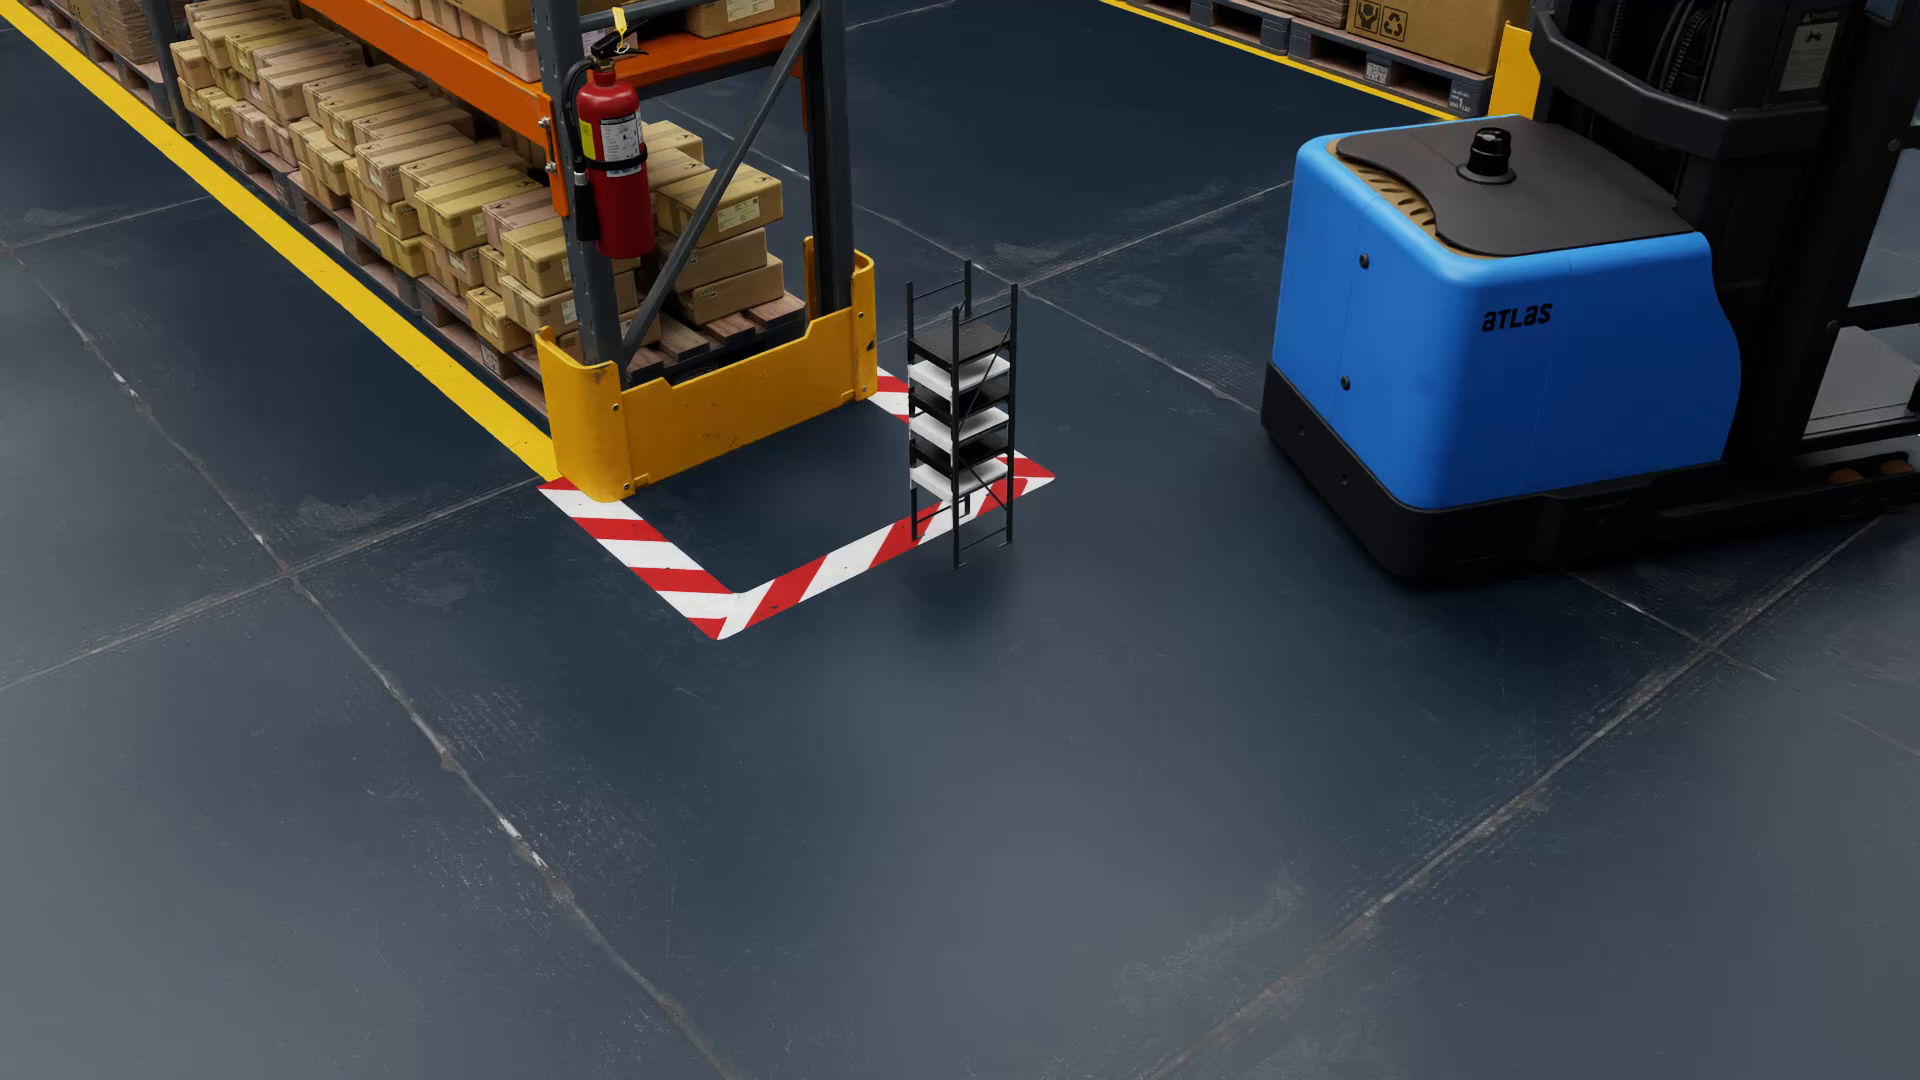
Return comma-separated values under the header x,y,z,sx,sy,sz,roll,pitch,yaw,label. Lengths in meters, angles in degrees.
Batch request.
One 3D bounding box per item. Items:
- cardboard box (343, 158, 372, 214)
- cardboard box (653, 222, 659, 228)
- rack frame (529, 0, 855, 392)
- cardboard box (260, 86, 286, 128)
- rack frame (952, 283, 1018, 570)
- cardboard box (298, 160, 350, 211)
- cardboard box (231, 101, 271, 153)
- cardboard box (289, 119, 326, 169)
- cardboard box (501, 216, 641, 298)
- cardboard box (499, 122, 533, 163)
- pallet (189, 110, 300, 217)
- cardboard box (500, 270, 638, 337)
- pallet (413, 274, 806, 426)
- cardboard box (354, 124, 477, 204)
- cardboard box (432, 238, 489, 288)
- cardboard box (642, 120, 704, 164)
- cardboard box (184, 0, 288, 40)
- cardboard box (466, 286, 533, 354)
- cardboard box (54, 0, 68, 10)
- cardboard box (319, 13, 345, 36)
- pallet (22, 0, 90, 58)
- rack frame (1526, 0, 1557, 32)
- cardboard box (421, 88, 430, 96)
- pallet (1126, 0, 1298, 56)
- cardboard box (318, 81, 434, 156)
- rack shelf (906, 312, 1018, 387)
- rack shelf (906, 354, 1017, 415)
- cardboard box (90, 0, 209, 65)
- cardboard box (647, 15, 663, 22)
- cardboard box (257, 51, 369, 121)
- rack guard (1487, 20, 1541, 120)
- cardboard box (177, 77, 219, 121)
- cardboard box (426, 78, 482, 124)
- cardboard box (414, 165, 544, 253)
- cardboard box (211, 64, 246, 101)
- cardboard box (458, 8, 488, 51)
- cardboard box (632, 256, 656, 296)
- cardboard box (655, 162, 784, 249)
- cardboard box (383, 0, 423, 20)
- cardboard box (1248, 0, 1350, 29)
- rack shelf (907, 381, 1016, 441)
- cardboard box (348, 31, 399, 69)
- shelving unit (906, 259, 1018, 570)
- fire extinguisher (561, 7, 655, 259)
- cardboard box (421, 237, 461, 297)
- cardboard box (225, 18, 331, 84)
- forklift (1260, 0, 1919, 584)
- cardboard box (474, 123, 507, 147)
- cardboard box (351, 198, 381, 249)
x,y,z,sx,sy,sz,roll,pitch,yaw,label
-2.169,-1.418,6.503,0.380,0.149,0.250,-24,42,-30,cardboard box
-1.054,-1.188,6.178,0.380,0.149,0.250,-26,43,-32,cardboard box
-0.779,-1.590,4.899,1.000,3.000,0.127,-26,43,-32,rack frame
-2.782,-1.913,7.202,0.380,0.149,0.250,-28,44,-34,cardboard box
0.071,-0.319,4.921,0.240,0.900,0.006,-26,43,-32,rack frame
-2.502,-1.525,6.912,0.380,0.149,0.250,-27,44,-33,cardboard box
-2.998,-1.875,7.406,0.380,0.149,0.250,-26,43,-32,cardboard box
-2.508,-1.648,6.827,0.380,0.149,0.250,-26,43,-32,cardboard box
-1.314,-0.980,5.627,0.380,0.149,0.250,-25,43,-31,cardboard box
-1.587,-1.639,6.557,0.380,0.149,0.250,-24,42,-30,cardboard box
-2.899,-1.934,7.799,1.003,0.211,1.213,-26,43,-32,pallet
-1.337,-0.846,5.695,0.380,0.149,0.250,-27,44,-33,cardboard box
-1.325,-0.857,6.278,1.003,0.211,1.213,-26,43,-32,pallet
-2.031,-1.415,6.241,0.380,0.149,0.250,-24,42,-30,cardboard box
-1.674,-1.074,6.018,0.380,0.149,0.250,-28,44,-33,cardboard box
-1.192,-1.434,6.269,0.380,0.149,0.250,-26,43,-32,cardboard box
-3.296,-2.377,7.600,0.380,0.149,0.250,-24,42,-30,cardboard box
-1.521,-0.828,5.927,0.380,0.149,0.250,-25,42,-30,cardboard box
-4.688,-3.195,8.965,0.500,0.500,0.500,-27,43,-33,cardboard box
-2.736,-2.448,7.700,0.380,0.149,0.250,-25,43,-31,cardboard box
-4.655,-3.100,9.444,1.003,0.211,1.213,-26,43,-32,pallet
3.076,-3.395,7.448,1.000,3.000,0.127,-26,43,-32,rack frame
-2.119,-1.860,7.126,0.380,0.149,0.250,-28,44,-34,cardboard box
1.717,-3.119,9.472,1.003,0.211,1.213,-26,43,-32,pallet
-2.307,-1.678,6.612,0.380,0.149,0.250,-26,43,-32,cardboard box
0.005,-0.557,4.848,0.258,0.077,0.200,-26,43,-32,rack shelf
0.005,-0.483,4.900,0.258,0.077,0.200,-26,43,-32,rack shelf
-4.030,-2.740,8.323,0.500,0.500,0.500,-27,43,-33,cardboard box
-0.933,-1.849,5.483,0.380,0.149,0.250,-24,42,-30,cardboard box
-2.675,-1.891,6.913,0.380,0.149,0.250,-25,42,-31,cardboard box
3.091,-2.364,8.156,1.175,0.500,0.348,-26,43,-32,rack guard
-3.370,-2.083,7.699,0.380,0.149,0.250,-28,44,-34,cardboard box
-1.957,-1.847,6.852,0.380,0.149,0.250,-26,43,-32,cardboard box
-1.696,-1.179,5.908,0.380,0.149,0.250,-27,43,-33,cardboard box
-3.139,-2.127,7.505,0.380,0.149,0.250,-26,43,-31,cardboard box
-1.337,-1.650,5.201,0.380,0.149,0.250,-26,43,-32,cardboard box
-1.104,-1.033,6.217,0.380,0.149,0.250,-26,43,-32,cardboard box
-0.857,-1.198,5.935,0.380,0.149,0.250,-28,44,-34,cardboard box
-1.693,-1.859,5.496,0.380,0.149,0.250,-25,42,-31,cardboard box
2.014,-3.354,8.865,0.875,0.875,0.875,-26,43,-32,cardboard box
0.005,-0.410,4.952,0.258,0.077,0.200,-26,43,-32,rack shelf
-2.462,-2.198,7.346,0.380,0.149,0.250,-25,42,-30,cardboard box
0.005,-0.364,4.985,0.258,0.900,0.210,-26,43,-32,shelving unit
-0.969,-1.123,4.629,0.296,0.674,0.183,-26,43,-32,fire extinguisher
-1.795,-1.081,6.284,0.380,0.149,0.250,-26,43,-31,cardboard box
-2.963,-2.140,7.265,0.380,0.149,0.250,-27,43,-32,cardboard box
2.605,-1.540,4.889,3.031,2.935,1.130,-10,36,-13,forklift
-1.813,-1.603,6.764,0.380,0.149,0.250,-24,42,-30,cardboard box
-2.168,-1.298,6.591,0.380,0.149,0.250,-25,42,-31,cardboard box
